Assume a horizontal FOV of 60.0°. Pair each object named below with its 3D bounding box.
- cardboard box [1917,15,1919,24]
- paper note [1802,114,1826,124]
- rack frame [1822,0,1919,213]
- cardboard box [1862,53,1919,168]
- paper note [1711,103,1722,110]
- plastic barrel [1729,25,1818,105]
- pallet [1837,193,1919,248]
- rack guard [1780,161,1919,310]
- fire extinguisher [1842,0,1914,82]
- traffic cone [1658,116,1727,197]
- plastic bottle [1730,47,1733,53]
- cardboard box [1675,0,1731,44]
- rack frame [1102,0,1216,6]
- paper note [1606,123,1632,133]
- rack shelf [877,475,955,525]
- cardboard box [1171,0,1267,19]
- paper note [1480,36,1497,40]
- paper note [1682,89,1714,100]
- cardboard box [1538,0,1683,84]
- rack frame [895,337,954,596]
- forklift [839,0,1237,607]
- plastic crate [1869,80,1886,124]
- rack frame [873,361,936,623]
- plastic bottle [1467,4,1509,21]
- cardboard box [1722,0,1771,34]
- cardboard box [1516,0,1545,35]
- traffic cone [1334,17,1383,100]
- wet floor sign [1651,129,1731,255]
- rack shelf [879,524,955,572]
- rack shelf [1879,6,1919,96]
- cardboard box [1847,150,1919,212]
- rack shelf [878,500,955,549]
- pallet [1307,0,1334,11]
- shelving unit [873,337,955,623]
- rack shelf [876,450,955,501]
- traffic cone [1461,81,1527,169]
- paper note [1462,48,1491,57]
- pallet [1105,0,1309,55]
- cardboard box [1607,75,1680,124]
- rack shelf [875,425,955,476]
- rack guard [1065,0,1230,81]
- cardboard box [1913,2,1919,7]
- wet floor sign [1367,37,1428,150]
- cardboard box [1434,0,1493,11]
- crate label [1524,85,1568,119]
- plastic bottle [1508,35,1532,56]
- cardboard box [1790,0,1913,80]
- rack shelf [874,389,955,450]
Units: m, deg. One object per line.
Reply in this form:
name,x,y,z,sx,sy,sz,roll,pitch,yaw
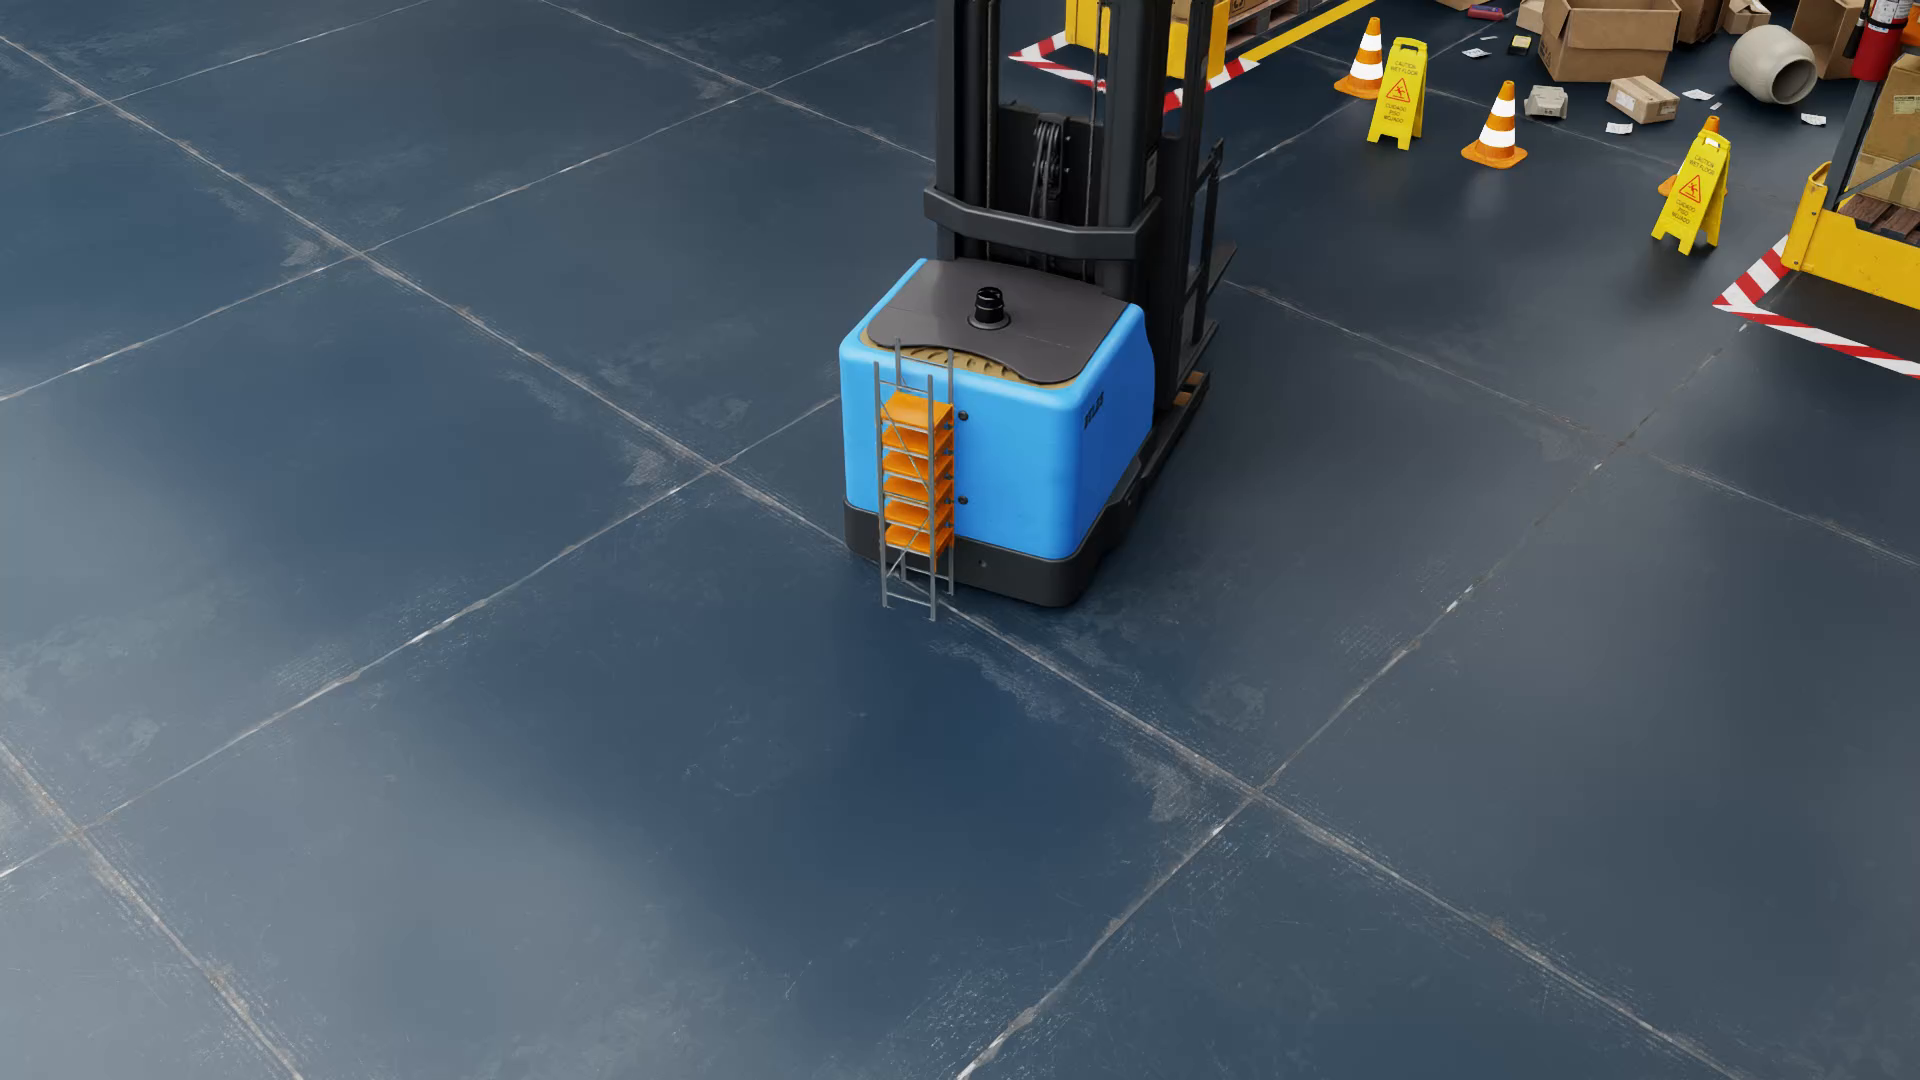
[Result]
cardboard box,5.091,-2.660,8.388,0.380,0.149,0.250,31,48,33
paper note,5.448,-2.689,10.607,0.142,0.019,0.148,14,41,17
rack frame,4.997,-2.497,7.980,1.000,3.000,0.127,30,47,32
cardboard box,5.345,-2.356,9.073,0.500,0.500,0.500,30,47,32
paper note,4.904,-2.813,10.780,0.032,0.001,0.123,30,47,32
plastic barrel,5.273,-3.073,10.775,0.421,0.421,0.512,-5,39,-6
pallet,5.622,-1.799,9.343,1.003,0.211,1.213,30,47,32
rack guard,5.048,-1.554,8.802,1.175,0.500,0.348,30,47,32
fire extinguisher,4.580,-2.608,8.182,0.296,0.674,0.183,30,47,32
traffic cone,4.335,-2.243,9.700,0.336,0.463,0.334,30,47,32
plastic bottle,5.441,-3.379,11.451,0.283,0.061,0.133,-26,45,-29
cardboard box,4.938,-3.876,11.611,0.797,0.637,0.503,30,47,32
rack frame,1.275,-4.529,10.536,1.000,3.000,0.127,30,47,32
paper note,4.165,-2.605,10.502,0.148,0.019,0.142,14,41,17
rack shelf,-0.172,-0.180,6.584,0.258,0.103,0.180,15,41,18
cardboard box,1.684,-4.201,11.493,0.875,0.875,0.875,30,47,32
paper note,3.713,-3.525,11.675,0.123,0.001,0.032,-11,40,-14
paper note,4.849,-2.928,10.917,0.142,0.019,0.148,-18,42,-21
cardboard box,4.313,-3.390,11.109,0.797,0.503,0.637,2,39,2
rack frame,-0.136,-0.267,6.622,0.240,1.200,0.006,15,41,18
forklift,0.564,-1.789,7.144,1.130,2.935,3.031,15,41,18
plastic crate,6.031,-2.815,10.726,0.402,0.080,0.583,14,41,17
rack frame,-0.209,-0.163,6.490,0.240,1.200,0.006,15,41,18
plastic bottle,3.809,-3.792,11.970,0.283,0.061,0.133,14,41,17
cardboard box,5.562,-3.792,11.805,0.258,0.266,0.396,2,39,2
cardboard box,4.173,-3.734,11.732,0.258,0.266,0.396,-26,45,-29
traffic cone,2.681,-3.184,10.882,0.336,0.463,0.334,30,47,32
wet floor sign,4.079,-1.938,9.168,0.232,0.644,0.267,-18,42,-21
rack shelf,-0.172,0.008,6.733,0.258,0.103,0.180,15,41,18
rack shelf,6.346,-3.134,9.360,1.077,0.370,4.000,30,47,32
cardboard box,5.360,-2.081,9.328,0.500,0.250,0.500,29,47,32
rack shelf,-0.172,-0.086,6.658,0.258,0.103,0.180,15,41,18
pallet,2.580,-4.396,12.609,1.003,0.211,1.213,30,47,32
shelving unit,-0.172,-0.215,6.556,0.258,1.200,0.189,15,41,18
rack shelf,-0.172,-0.274,6.509,0.258,0.103,0.180,15,41,18
traffic cone,3.286,-2.553,10.089,0.336,0.463,0.334,30,47,32
paper note,3.558,-3.355,11.446,0.142,0.017,0.144,-18,42,-21
pallet,1.757,-3.838,11.907,1.003,0.211,1.213,30,47,32
cardboard box,4.390,-2.831,10.691,0.250,0.149,0.380,-11,40,-14
rack shelf,-0.172,-0.368,6.434,0.258,0.103,0.180,15,41,18
rack guard,1.259,-3.540,11.300,1.175,0.500,0.348,30,47,32
cardboard box,5.180,-2.823,8.593,0.380,0.149,0.250,29,47,31
wet floor sign,2.717,-2.763,10.206,0.267,0.644,0.232,22,43,25
cardboard box,3.684,-4.245,12.185,0.500,0.500,0.500,-26,45,-29
crate label,3.771,-2.813,10.678,0.250,0.136,0.298,8,39,10
plastic bottle,3.886,-3.440,11.527,0.133,0.061,0.283,14,41,17
cardboard box,5.968,-3.437,11.168,0.500,0.500,0.500,-5,39,-6
rack shelf,-0.172,-0.462,6.360,0.258,0.103,0.180,15,41,18
